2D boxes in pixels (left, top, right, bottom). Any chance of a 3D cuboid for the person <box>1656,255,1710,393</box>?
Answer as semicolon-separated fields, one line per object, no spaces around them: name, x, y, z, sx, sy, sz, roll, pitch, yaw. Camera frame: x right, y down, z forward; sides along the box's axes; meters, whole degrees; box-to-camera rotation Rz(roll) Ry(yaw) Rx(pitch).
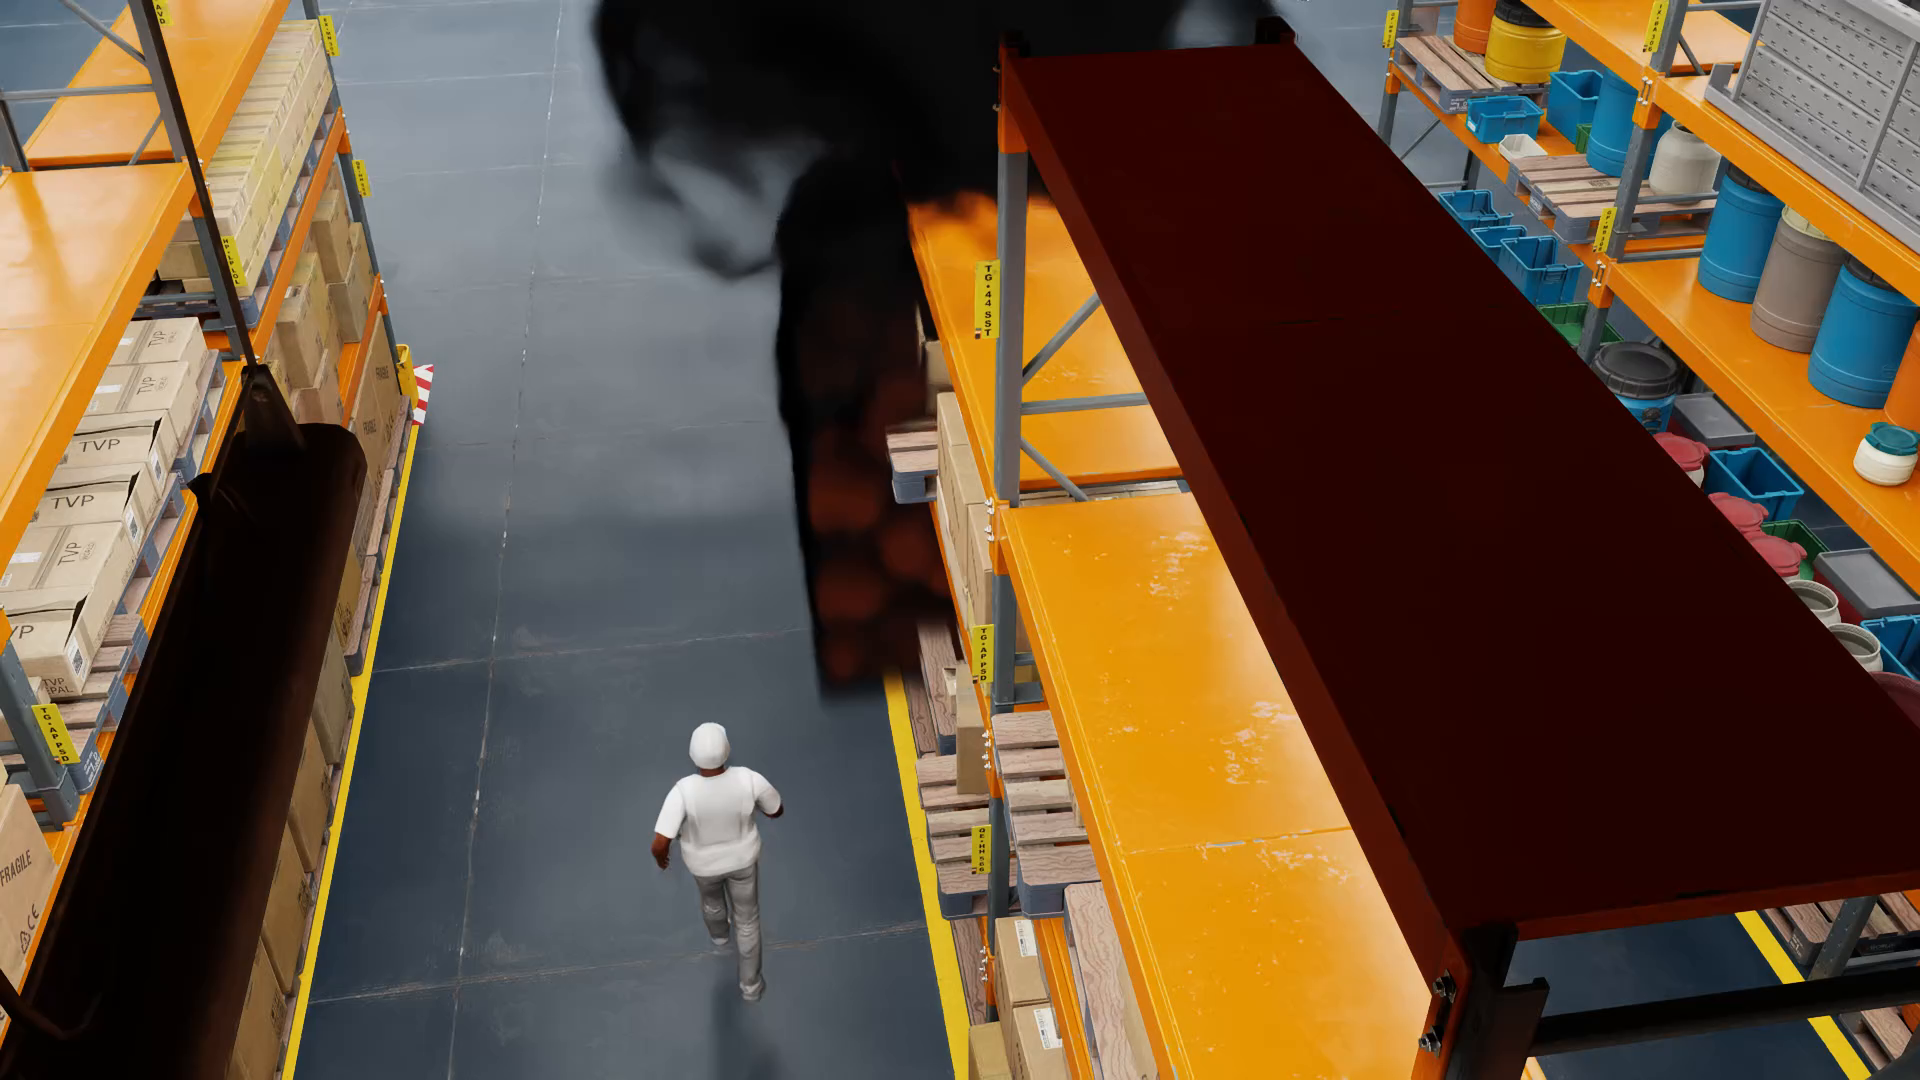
person;6.414;-1.978;14.600;0.703;1.760;1.066;-20;41;-25

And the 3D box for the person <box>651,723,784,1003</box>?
person;-1.300;1.739;9.093;0.720;1.821;0.793;-7;37;-9
